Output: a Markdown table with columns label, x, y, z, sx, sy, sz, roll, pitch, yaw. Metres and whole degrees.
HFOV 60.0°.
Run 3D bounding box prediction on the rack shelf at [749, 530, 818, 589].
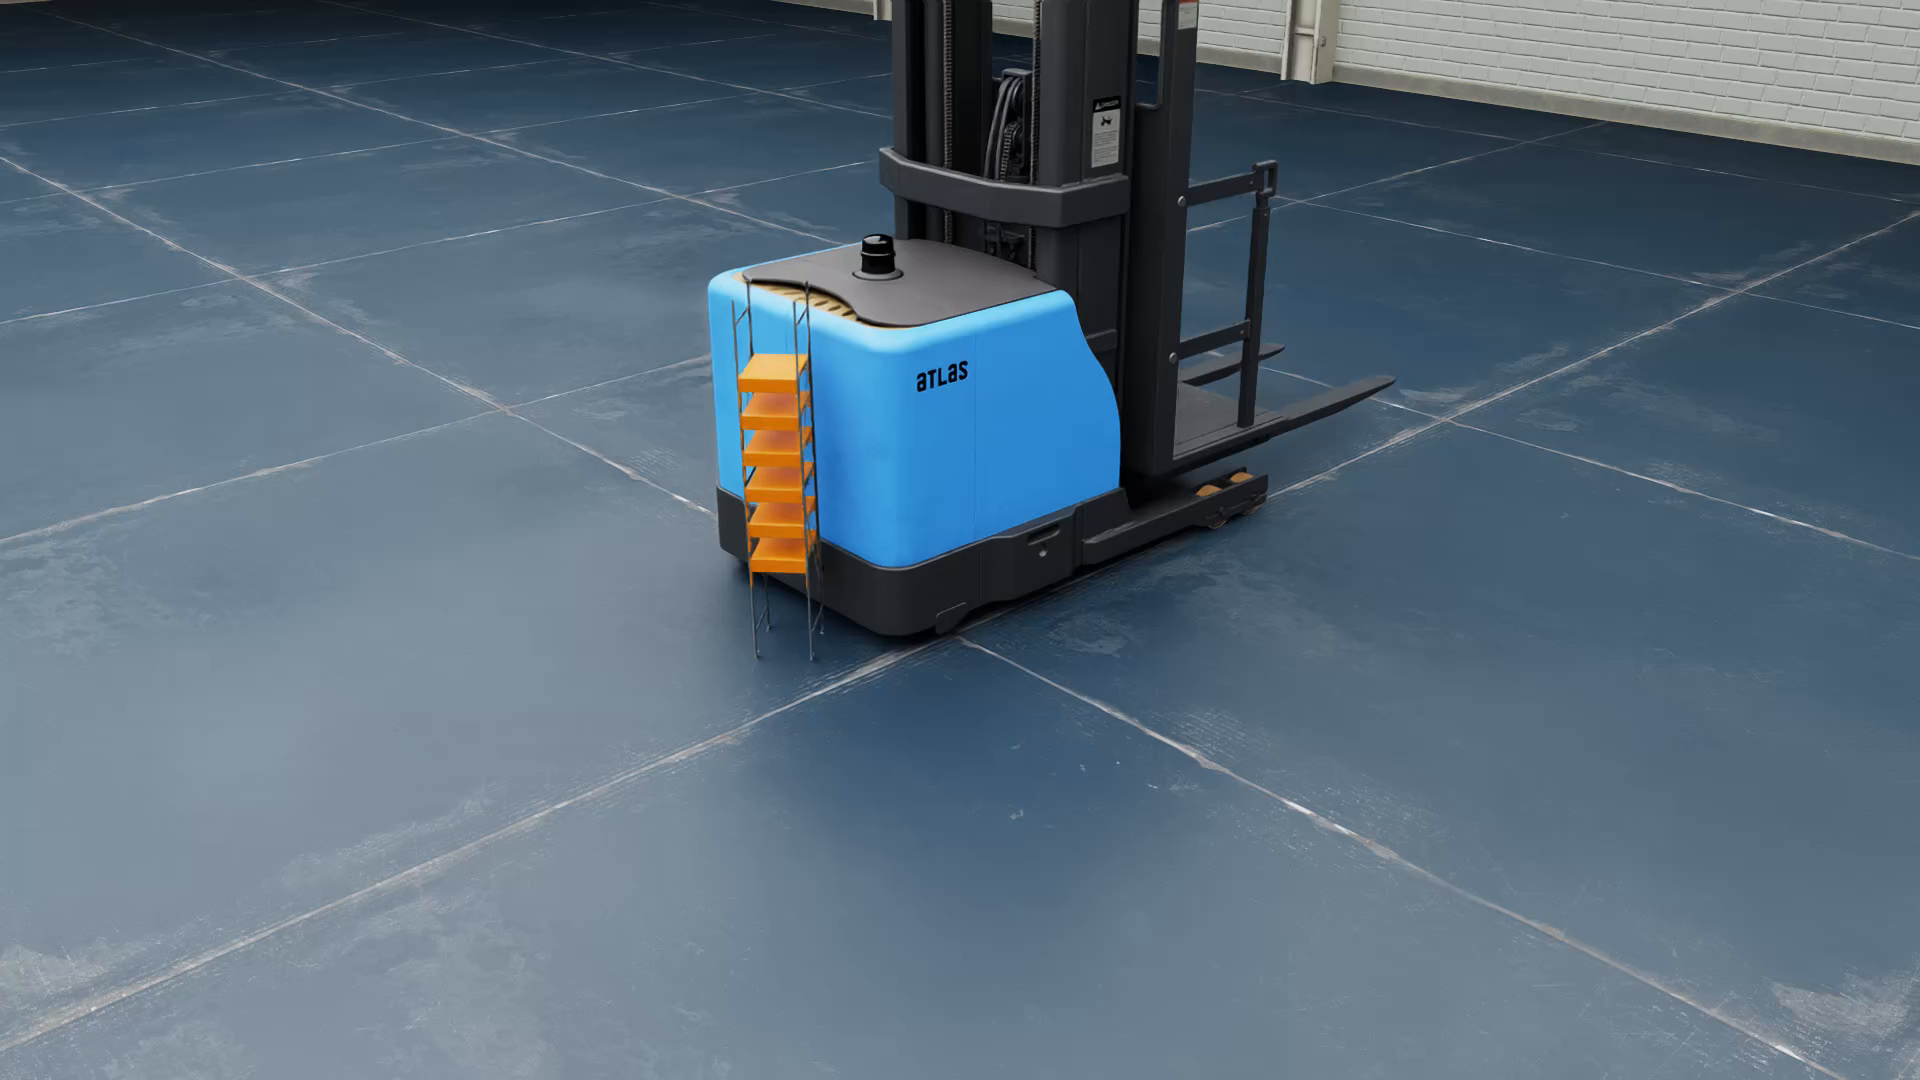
| label | x | y | z | sx | sy | sz | roll | pitch | yaw |
| --- | --- | --- | --- | --- | --- | --- | --- | --- | --- |
| rack shelf | -0.564 | 0.054 | 5.369 | 0.180 | 0.103 | 0.258 | 2 | 24 | 5 |

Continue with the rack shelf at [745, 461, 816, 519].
| label | x | y | z | sx | sy | sz | roll | pitch | yaw |
| --- | --- | --- | --- | --- | --- | --- | --- | --- | --- |
| rack shelf | -0.566 | -0.165 | 5.270 | 0.180 | 0.103 | 0.258 | 2 | 24 | 5 |

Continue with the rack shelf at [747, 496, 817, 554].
| label | x | y | z | sx | sy | sz | roll | pitch | yaw |
| --- | --- | --- | --- | --- | --- | --- | --- | --- | --- |
| rack shelf | -0.565 | -0.055 | 5.319 | 0.180 | 0.103 | 0.258 | 2 | 24 | 5 |

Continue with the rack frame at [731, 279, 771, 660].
| label | x | y | z | sx | sy | sz | roll | pitch | yaw |
| --- | --- | --- | --- | --- | --- | --- | --- | --- | --- |
| rack frame | -0.657 | -0.208 | 5.259 | 0.006 | 1.200 | 0.240 | 2 | 24 | 5 |

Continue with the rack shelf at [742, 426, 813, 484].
| label | x | y | z | sx | sy | sz | roll | pitch | yaw |
| --- | --- | --- | --- | --- | --- | --- | --- | --- | --- |
| rack shelf | -0.567 | -0.274 | 5.220 | 0.180 | 0.103 | 0.258 | 2 | 24 | 5 |

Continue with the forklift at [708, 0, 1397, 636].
| label | x | y | z | sx | sy | sz | roll | pitch | yaw |
| --- | --- | --- | --- | --- | --- | --- | --- | --- | --- |
| forklift | 0.560 | -1.519 | 6.049 | 3.031 | 2.935 | 1.130 | -20 | 32 | -37 |

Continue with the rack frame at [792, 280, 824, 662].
| label | x | y | z | sx | sy | sz | roll | pitch | yaw |
| --- | --- | --- | --- | --- | --- | --- | --- | --- | --- |
| rack frame | -0.475 | -0.203 | 5.244 | 0.006 | 1.200 | 0.240 | 2 | 24 | 5 |

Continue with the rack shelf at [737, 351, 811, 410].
| label | x | y | z | sx | sy | sz | roll | pitch | yaw |
| --- | --- | --- | --- | --- | --- | --- | --- | --- | --- |
| rack shelf | -0.569 | -0.493 | 5.121 | 0.180 | 0.103 | 0.258 | 2 | 24 | 5 |

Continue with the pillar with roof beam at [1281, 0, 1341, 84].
| label | x | y | z | sx | sy | sz | roll | pitch | yaw |
| --- | --- | --- | --- | --- | --- | --- | --- | --- | --- |
| pillar with roof beam | 0.170 | -7.264 | 11.332 | 9.100 | 9.000 | 0.400 | -21 | 32 | -38 |

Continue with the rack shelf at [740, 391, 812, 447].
| label | x | y | z | sx | sy | sz | roll | pitch | yaw |
| --- | --- | --- | --- | --- | --- | --- | --- | --- | --- |
| rack shelf | -0.568 | -0.383 | 5.171 | 0.180 | 0.103 | 0.258 | 2 | 24 | 5 |

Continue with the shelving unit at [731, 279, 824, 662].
| label | x | y | z | sx | sy | sz | roll | pitch | yaw |
| --- | --- | --- | --- | --- | --- | --- | --- | --- | --- |
| shelving unit | -0.566 | -0.205 | 5.252 | 0.189 | 1.200 | 0.258 | 2 | 24 | 5 |

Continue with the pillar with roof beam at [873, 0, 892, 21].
| label | x | y | z | sx | sy | sz | roll | pitch | yaw |
| --- | --- | --- | --- | --- | --- | --- | --- | --- | --- |
| pillar with roof beam | -3.931 | -9.082 | 15.316 | 9.100 | 9.000 | 0.400 | -21 | 32 | -38 |
